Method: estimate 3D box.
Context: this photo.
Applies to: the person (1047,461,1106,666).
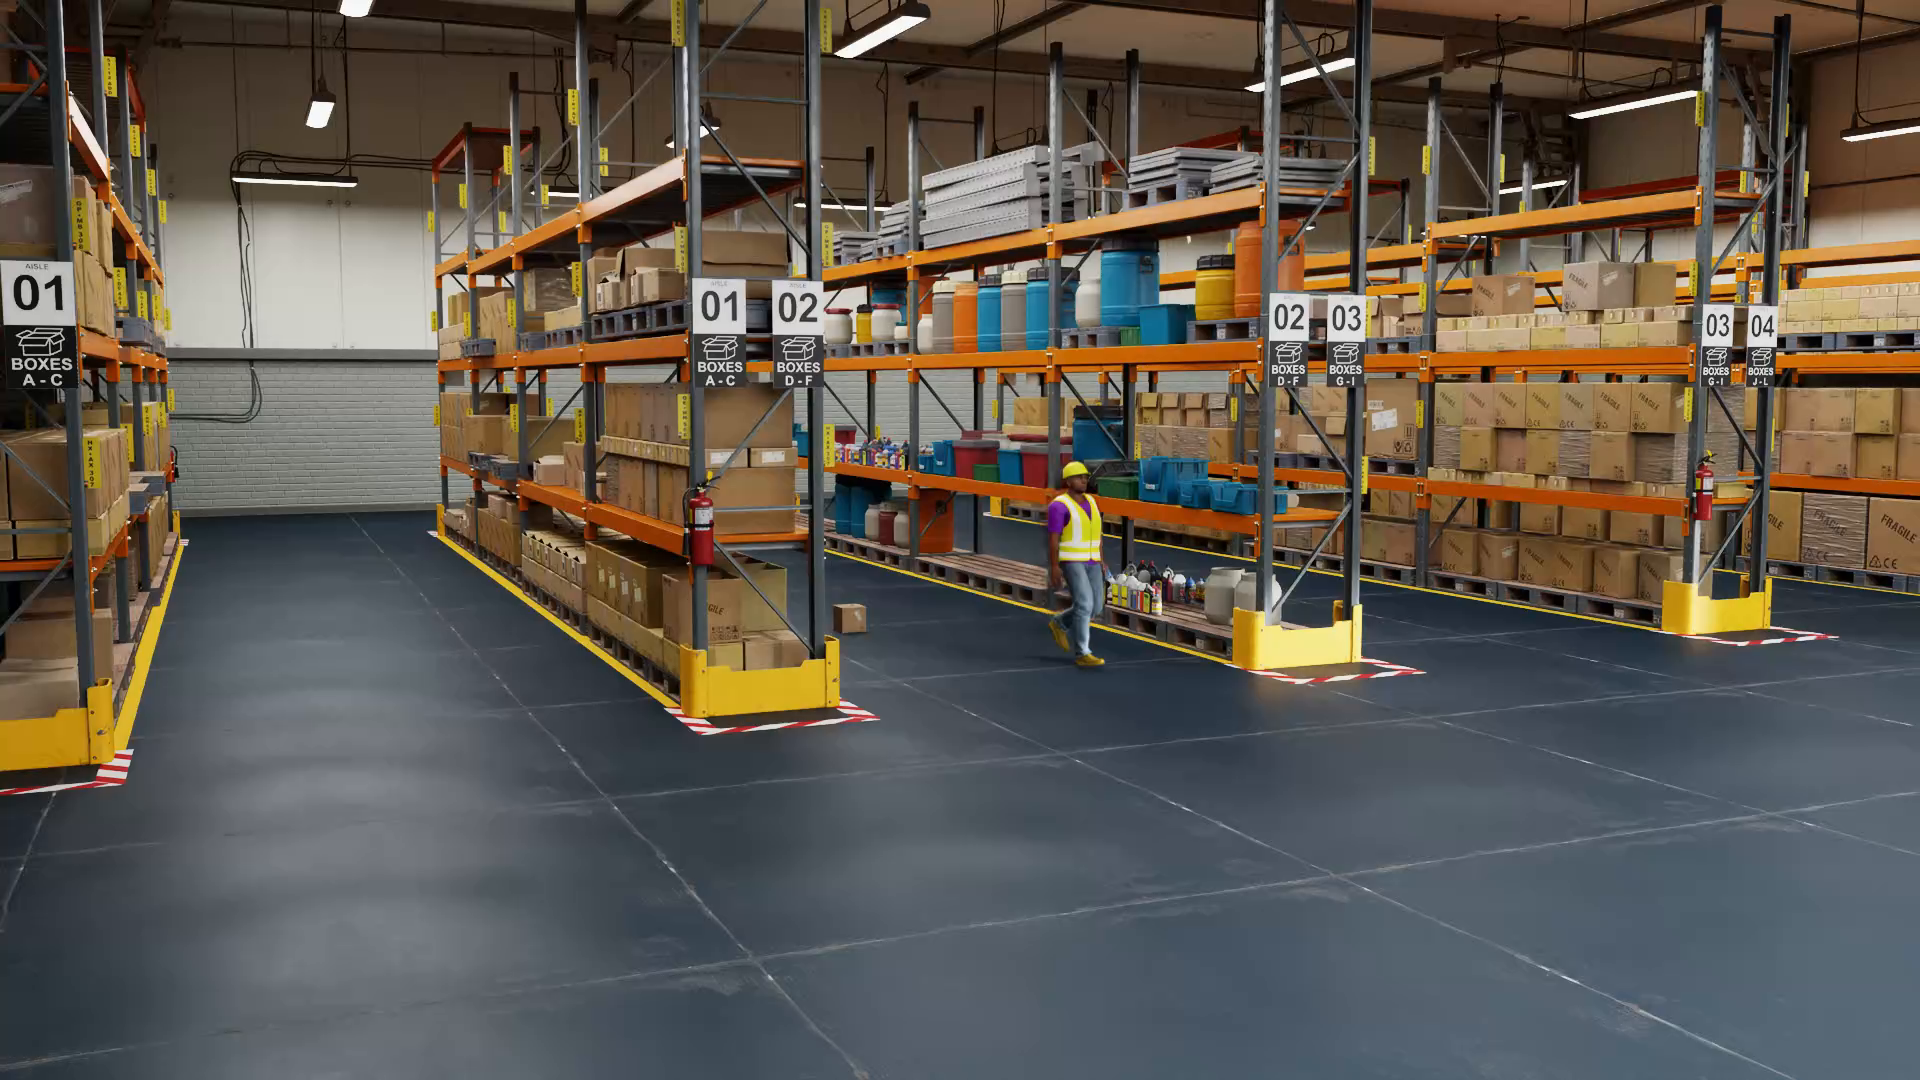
[{"bbox_3d":[1.001,0.193,14.388,0.575,1.749,0.759,-5,8,-45],"label":"person"}]
